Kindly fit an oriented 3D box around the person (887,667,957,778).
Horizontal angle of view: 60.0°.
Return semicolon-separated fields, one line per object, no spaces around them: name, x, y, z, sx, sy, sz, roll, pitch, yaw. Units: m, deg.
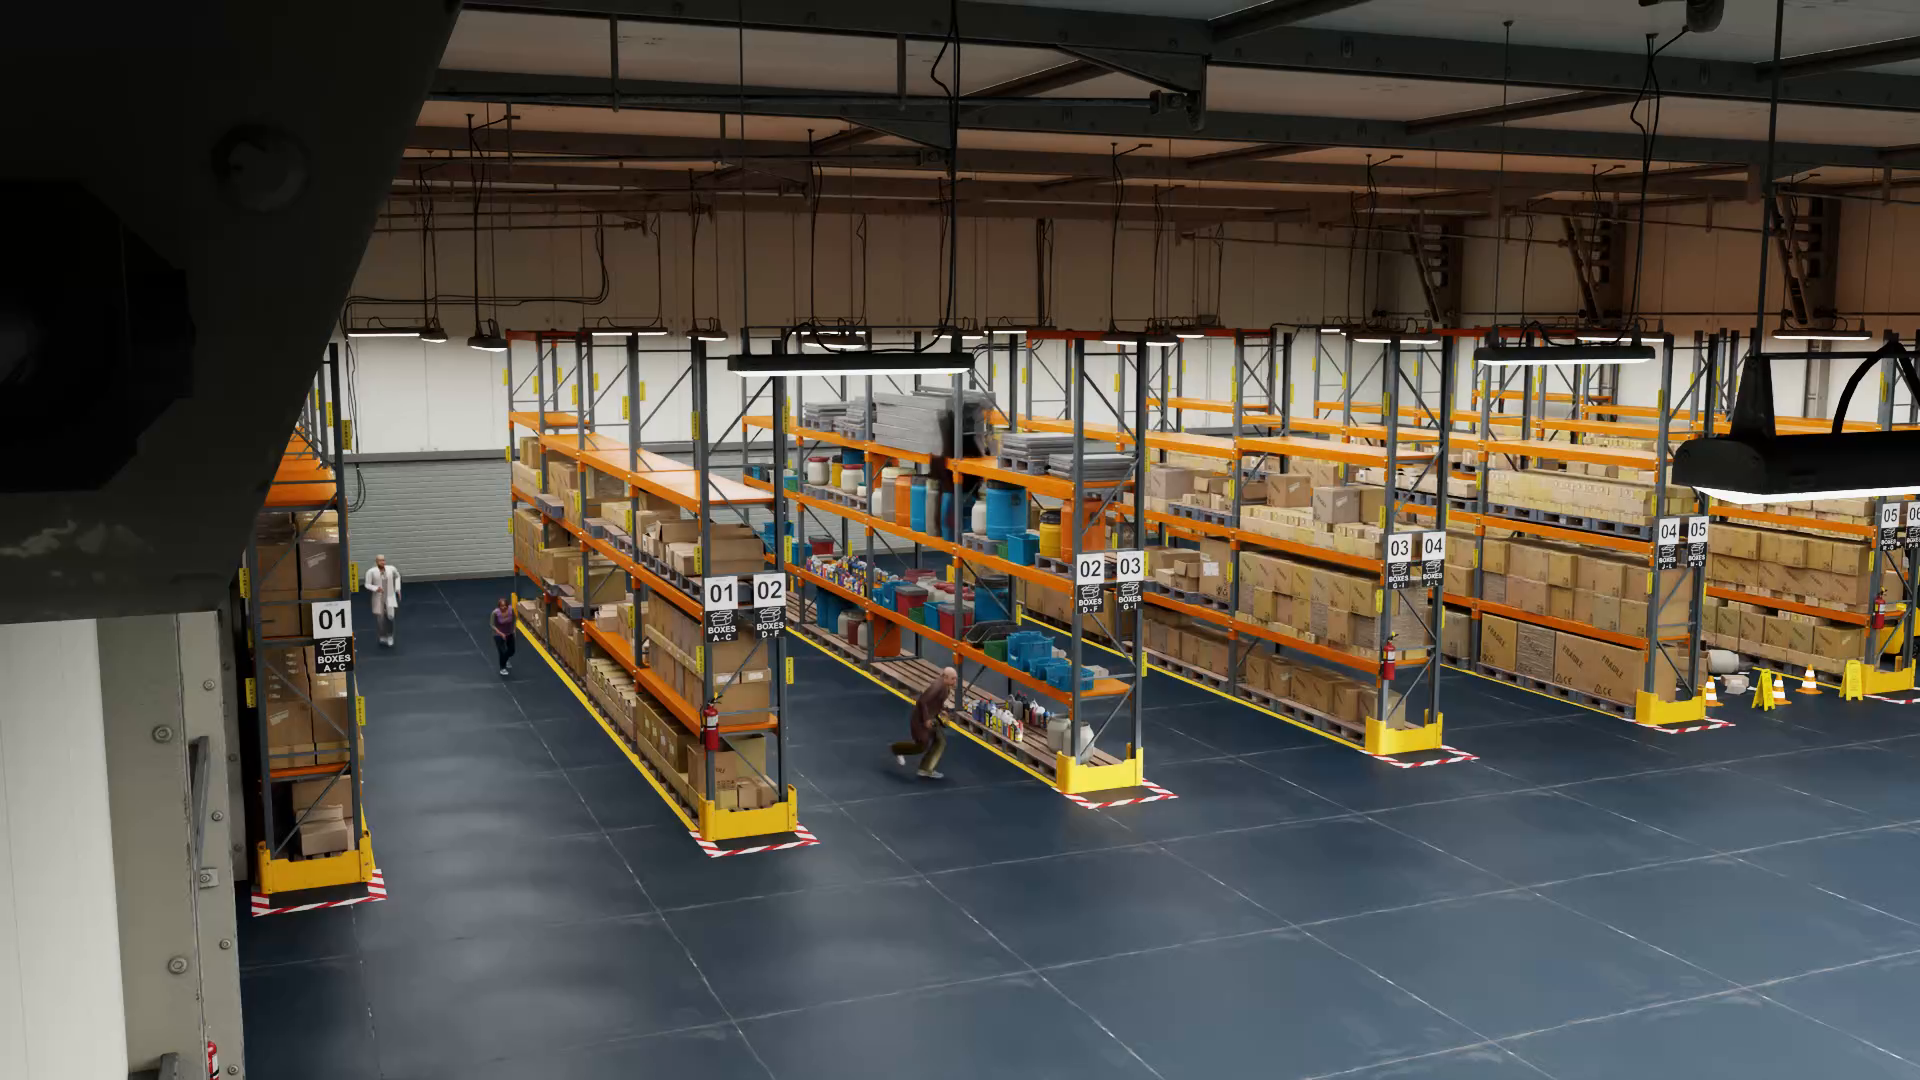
person;-0.530;2.480;22.769;1.068;1.580;0.718;3;8;23

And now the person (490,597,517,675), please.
person;-8.010;1.667;29.135;0.507;1.435;0.796;-5;9;-35

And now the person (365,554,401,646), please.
person;-10.988;1.152;31.709;0.664;1.780;0.849;-3;8;-23
